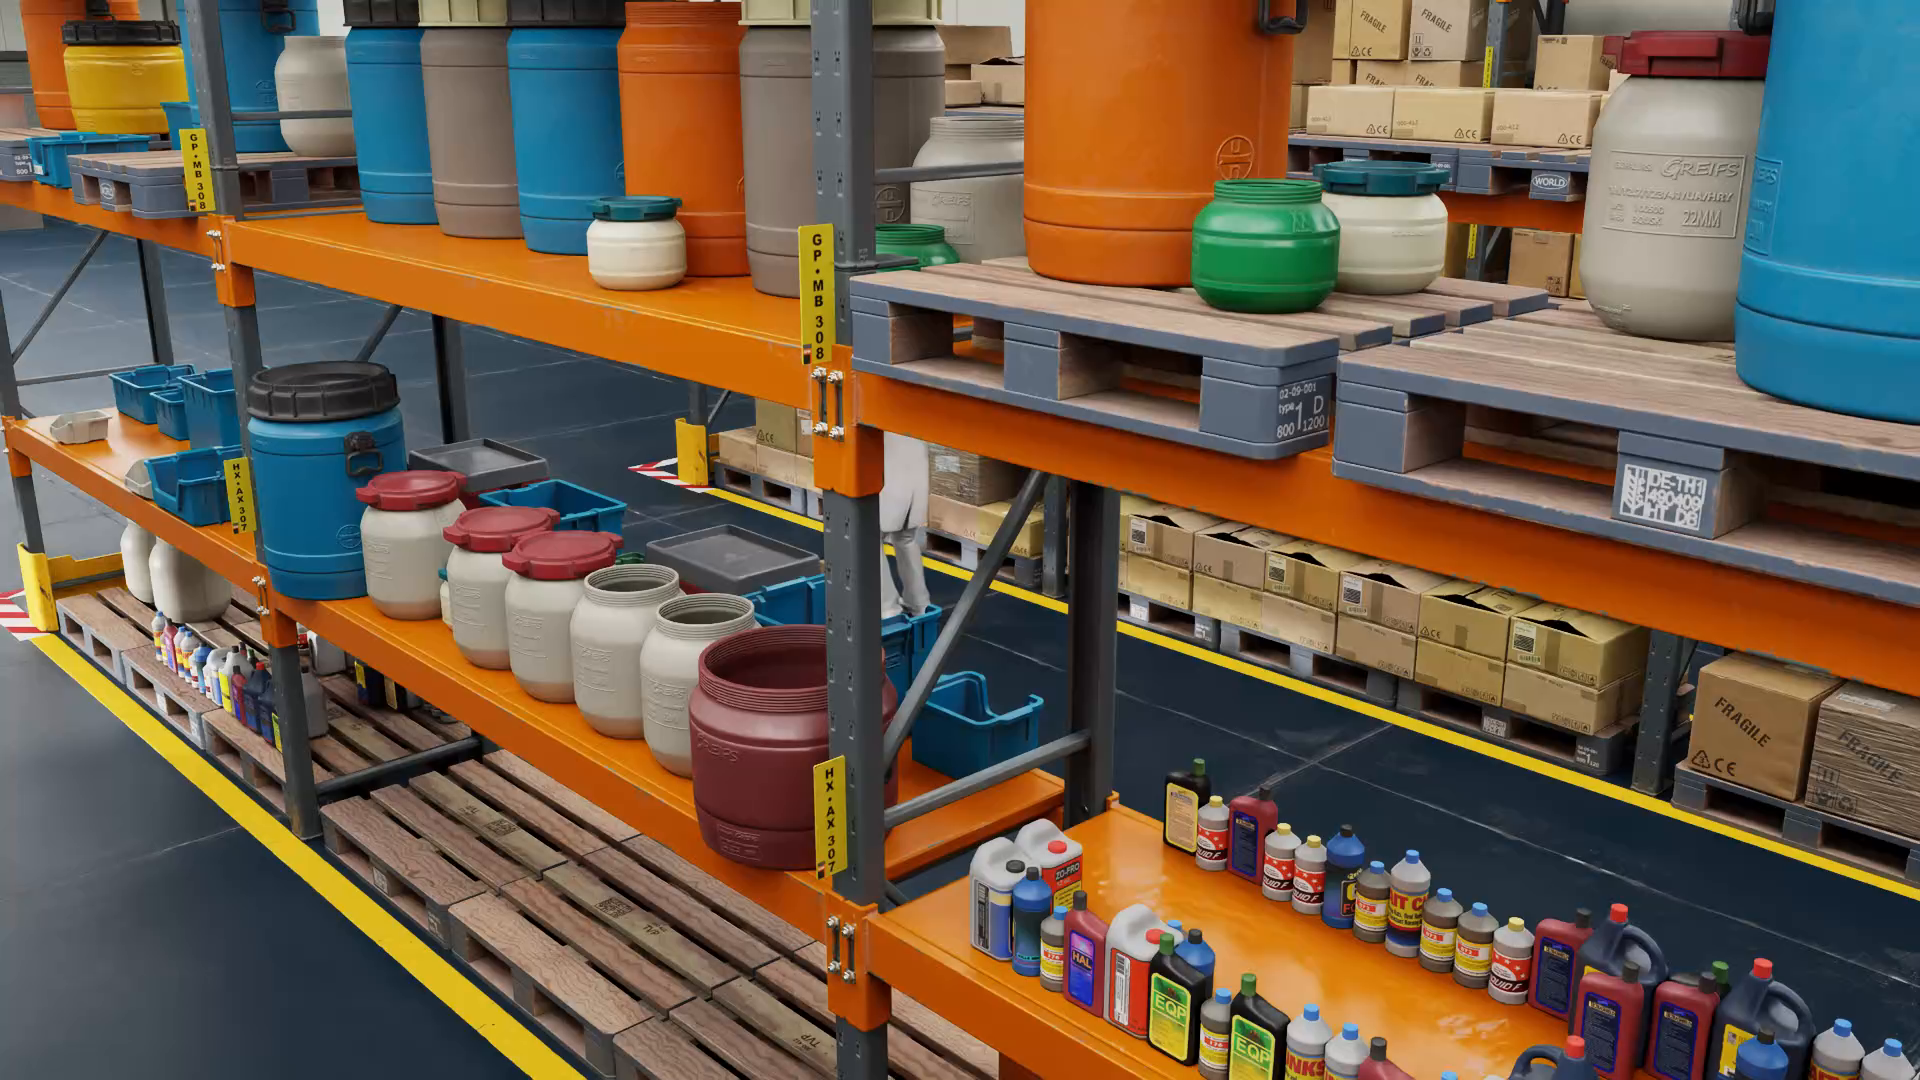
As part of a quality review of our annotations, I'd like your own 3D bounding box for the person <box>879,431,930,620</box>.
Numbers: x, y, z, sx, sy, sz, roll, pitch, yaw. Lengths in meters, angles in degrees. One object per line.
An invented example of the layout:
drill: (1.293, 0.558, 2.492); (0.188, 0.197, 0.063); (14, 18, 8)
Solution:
person: (-0.432, -0.326, 10.236); (0.587, 1.730, 0.409); (-14, 22, -39)
